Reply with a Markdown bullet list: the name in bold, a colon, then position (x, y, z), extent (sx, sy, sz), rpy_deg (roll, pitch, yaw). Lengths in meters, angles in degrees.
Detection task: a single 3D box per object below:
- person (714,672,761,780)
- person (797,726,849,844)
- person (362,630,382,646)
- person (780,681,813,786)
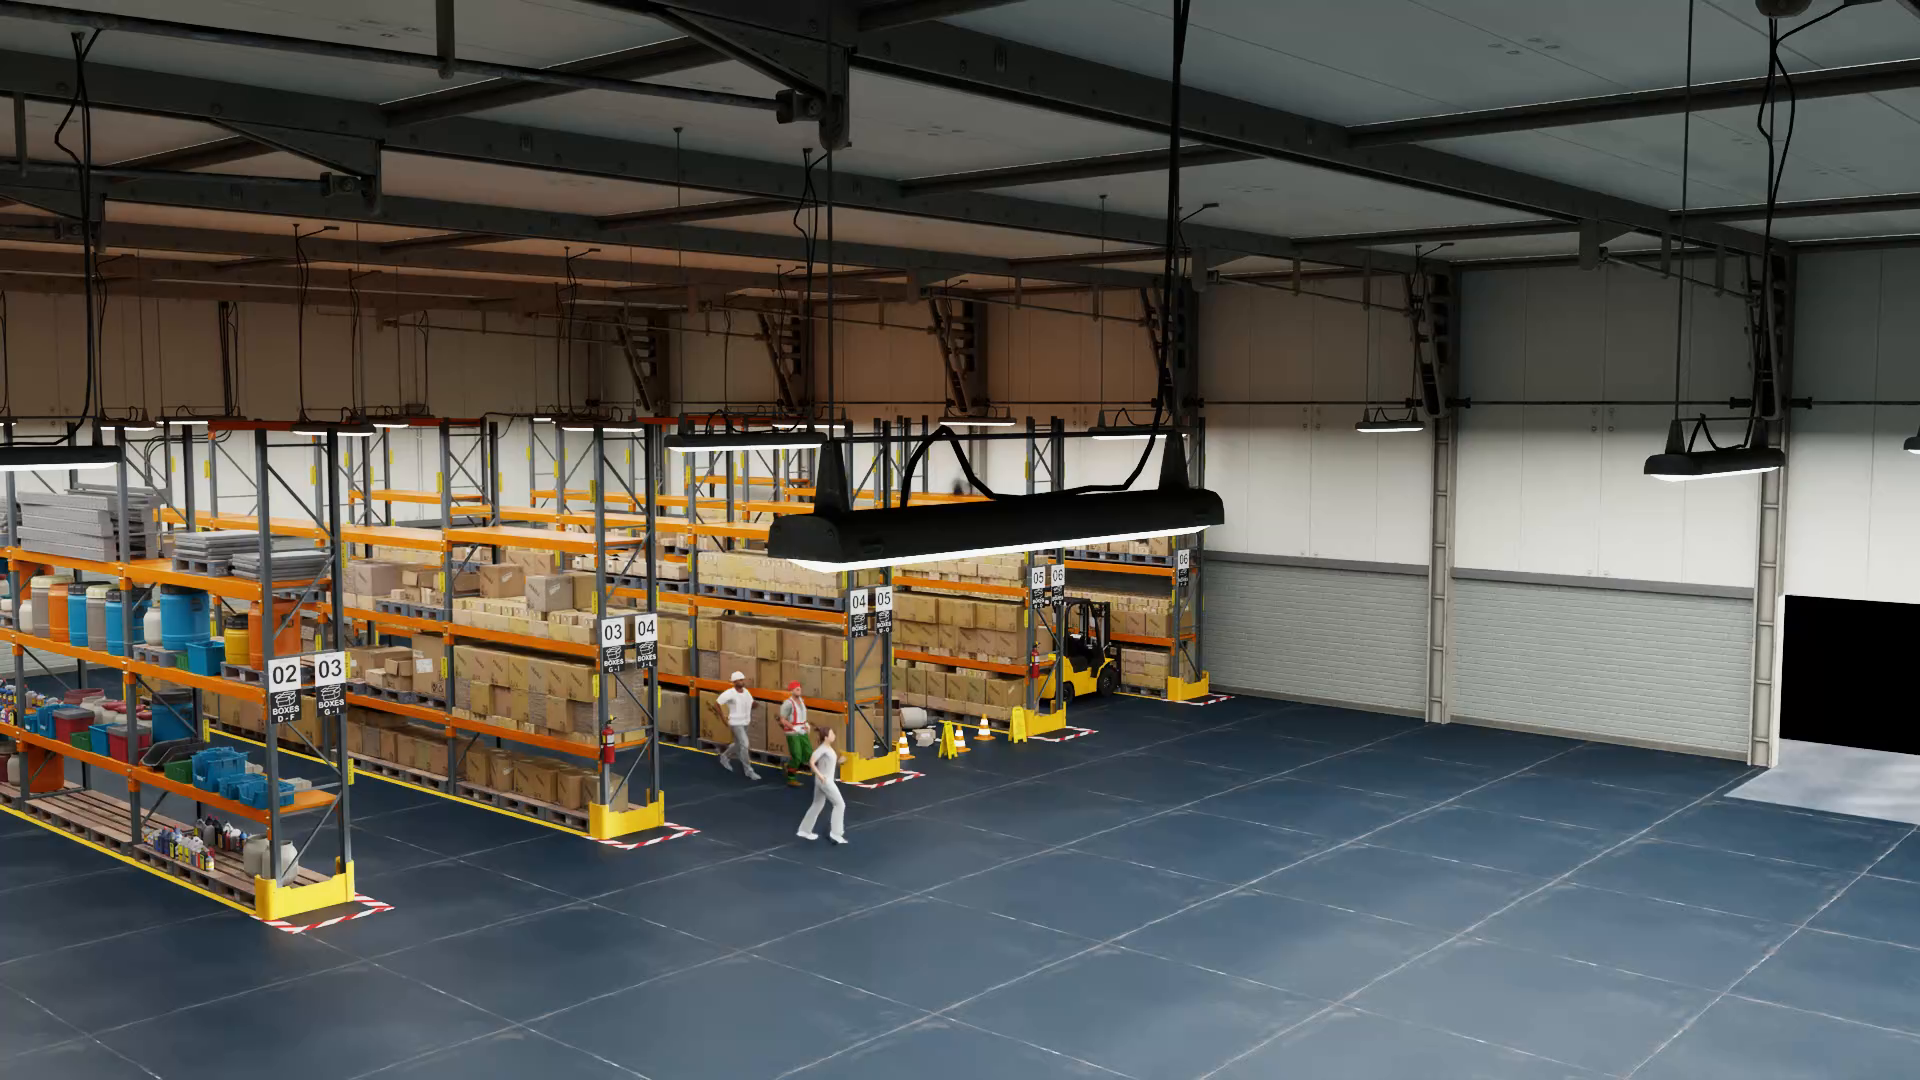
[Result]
- **person**: position (-3.710, 3.094, 27.990), extent (0.969, 1.767, 0.694), rpy_deg (3, 5, 30)
- **person**: position (-1.972, 3.545, 23.869), extent (0.761, 1.693, 0.539), rpy_deg (-1, 5, -10)
- **person**: position (-14.090, 2.163, 39.996), extent (0.672, 1.728, 0.573), rpy_deg (4, 6, 40)
- **person**: position (-2.698, 3.179, 27.385), extent (0.621, 1.735, 0.708), rpy_deg (3, 6, 31)
